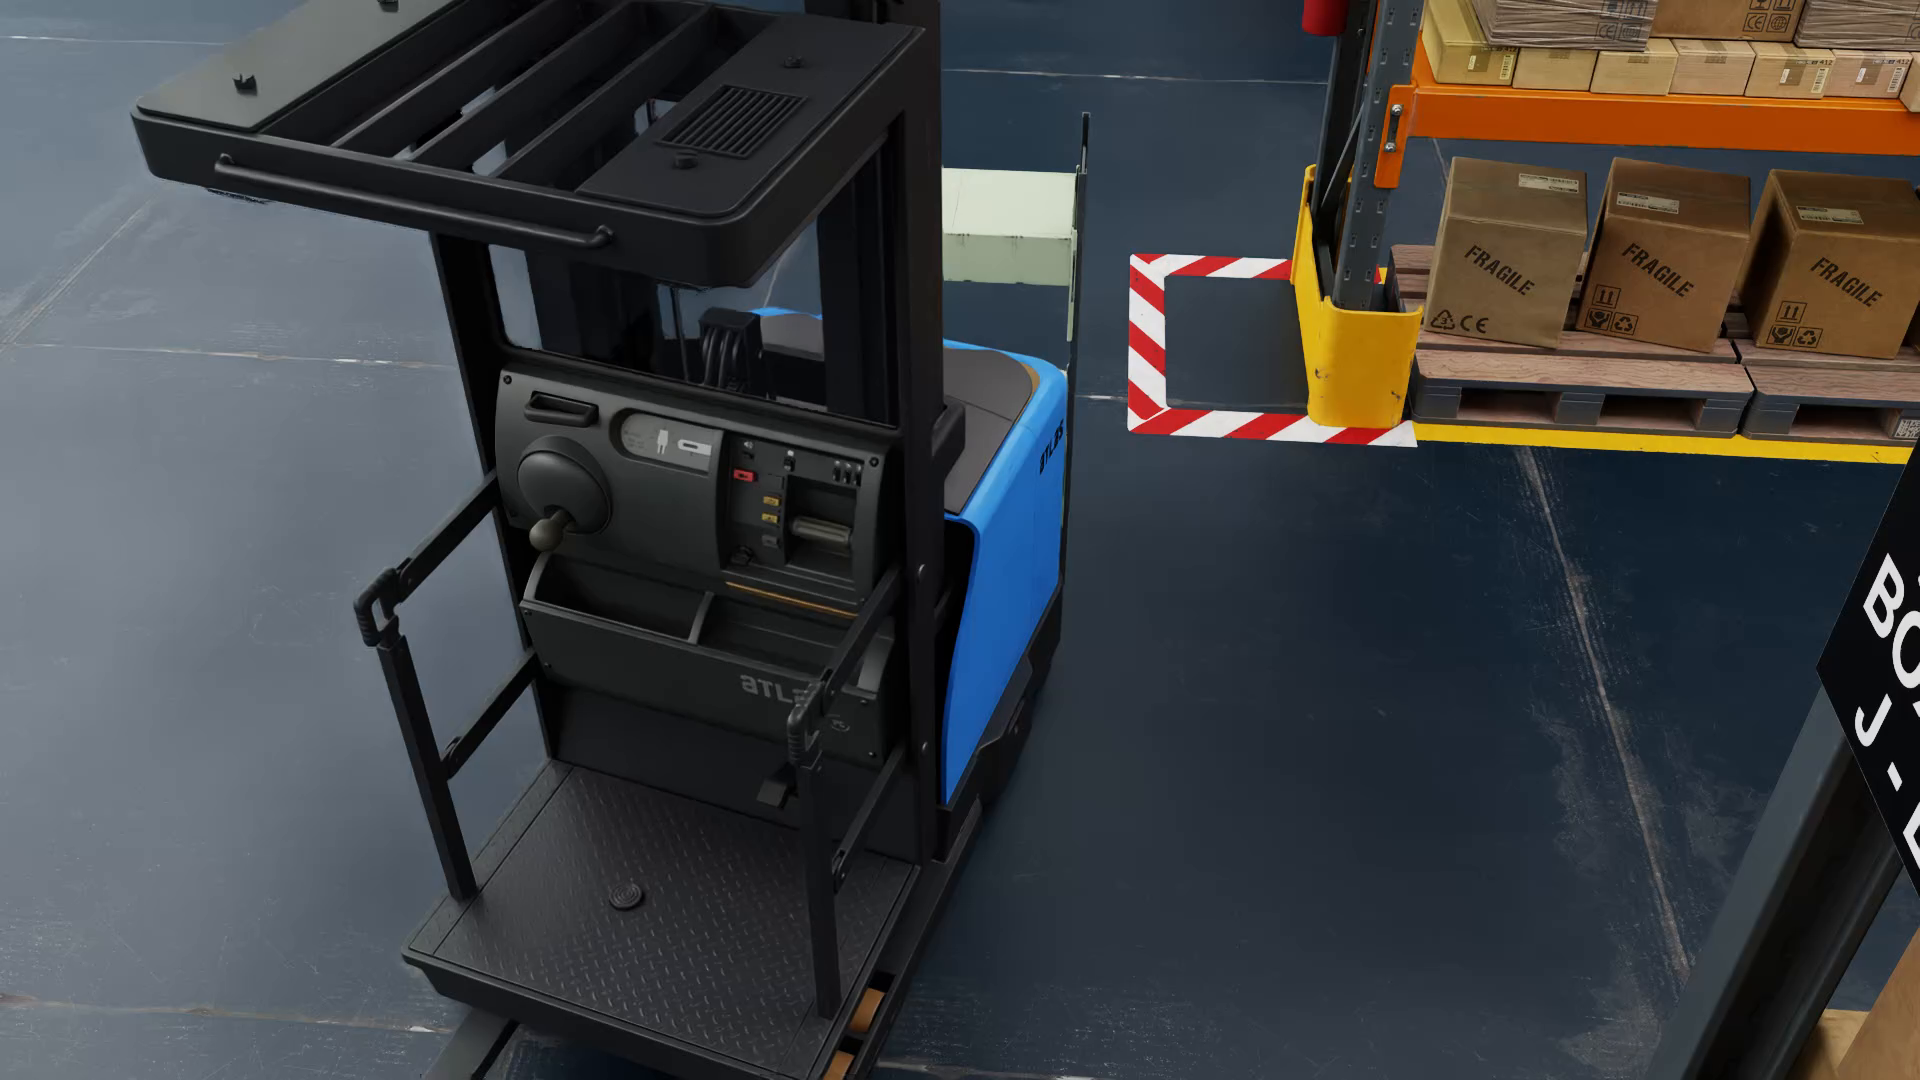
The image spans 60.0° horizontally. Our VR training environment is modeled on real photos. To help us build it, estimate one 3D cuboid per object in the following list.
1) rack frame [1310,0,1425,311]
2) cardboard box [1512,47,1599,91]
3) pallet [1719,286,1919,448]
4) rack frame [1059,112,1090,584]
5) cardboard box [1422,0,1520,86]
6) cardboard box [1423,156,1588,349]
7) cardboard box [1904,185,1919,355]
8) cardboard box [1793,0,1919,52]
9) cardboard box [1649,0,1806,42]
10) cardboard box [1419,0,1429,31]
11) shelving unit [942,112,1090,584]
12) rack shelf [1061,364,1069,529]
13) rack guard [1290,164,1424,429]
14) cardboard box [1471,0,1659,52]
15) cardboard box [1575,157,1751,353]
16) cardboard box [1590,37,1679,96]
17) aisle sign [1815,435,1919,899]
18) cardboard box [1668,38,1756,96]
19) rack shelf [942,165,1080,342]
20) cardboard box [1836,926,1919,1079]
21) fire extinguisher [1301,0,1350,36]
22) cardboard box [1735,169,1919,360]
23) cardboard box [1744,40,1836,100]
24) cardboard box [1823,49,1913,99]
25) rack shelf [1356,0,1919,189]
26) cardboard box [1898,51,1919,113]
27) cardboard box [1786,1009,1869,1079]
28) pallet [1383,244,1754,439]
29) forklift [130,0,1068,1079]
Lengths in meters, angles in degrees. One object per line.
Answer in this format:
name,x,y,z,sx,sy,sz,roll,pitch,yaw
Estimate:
rack frame,1.469,-1.958,5.779,0.127,3.000,1.000,3,39,4
cardboard box,1.980,-1.669,5.624,0.250,0.149,0.380,3,39,4
pallet,3.563,-0.738,6.489,1.213,0.211,1.003,3,39,4
rack frame,0.358,-0.562,5.252,0.023,1.500,0.400,3,39,4
cardboard box,1.732,-1.695,5.655,0.250,0.149,0.380,3,39,4
cardboard box,2.090,-1.107,6.381,0.500,0.500,0.500,10,40,12
cardboard box,3.862,-0.991,6.239,0.500,0.500,0.500,0,39,0
cardboard box,3.017,-2.059,5.588,0.500,0.500,0.875,3,39,4
cardboard box,2.523,-2.113,5.655,0.500,0.500,0.875,3,39,4
cardboard box,1.771,-1.975,5.999,0.250,0.149,0.380,3,39,4
shelving unit,-0.007,-0.582,5.277,0.755,1.500,0.431,3,39,4
rack shelf,-0.007,-0.329,5.483,0.720,0.370,0.431,3,39,4
rack guard,1.545,-0.984,6.563,0.348,0.500,1.175,3,39,4
cardboard box,2.014,-2.065,5.596,0.500,0.500,0.875,3,39,4
cardboard box,2.688,-1.096,6.368,0.500,0.500,0.500,13,41,15
cardboard box,2.227,-1.646,5.596,0.250,0.149,0.380,3,39,4
aisle sign,0.895,-0.045,1.370,0.004,0.787,0.394,3,39,4
cardboard box,2.478,-1.646,5.595,0.250,0.149,0.380,3,39,4
rack shelf,-0.007,-0.885,5.031,0.720,0.370,0.431,3,39,4
cardboard box,1.307,0.723,1.511,0.550,0.550,0.875,3,39,4
fire extinguisher,1.395,-2.224,6.168,0.183,0.674,0.296,3,39,4
cardboard box,3.310,-1.050,6.311,0.500,0.500,0.500,7,40,8
cardboard box,2.727,-1.628,5.573,0.250,0.149,0.380,3,39,4
cardboard box,2.978,-1.631,5.577,0.250,0.149,0.380,3,39,4
rack shelf,3.461,-1.570,5.873,4.000,0.370,1.077,3,39,4
cardboard box,3.218,-1.552,5.480,0.250,0.149,0.380,3,39,4
cardboard box,1.314,1.089,1.917,0.550,0.550,0.875,3,39,4
pallet,2.351,-0.806,6.573,1.213,0.211,1.003,3,39,4
forklift,-0.673,-0.037,3.474,1.130,2.935,3.031,13,41,16
